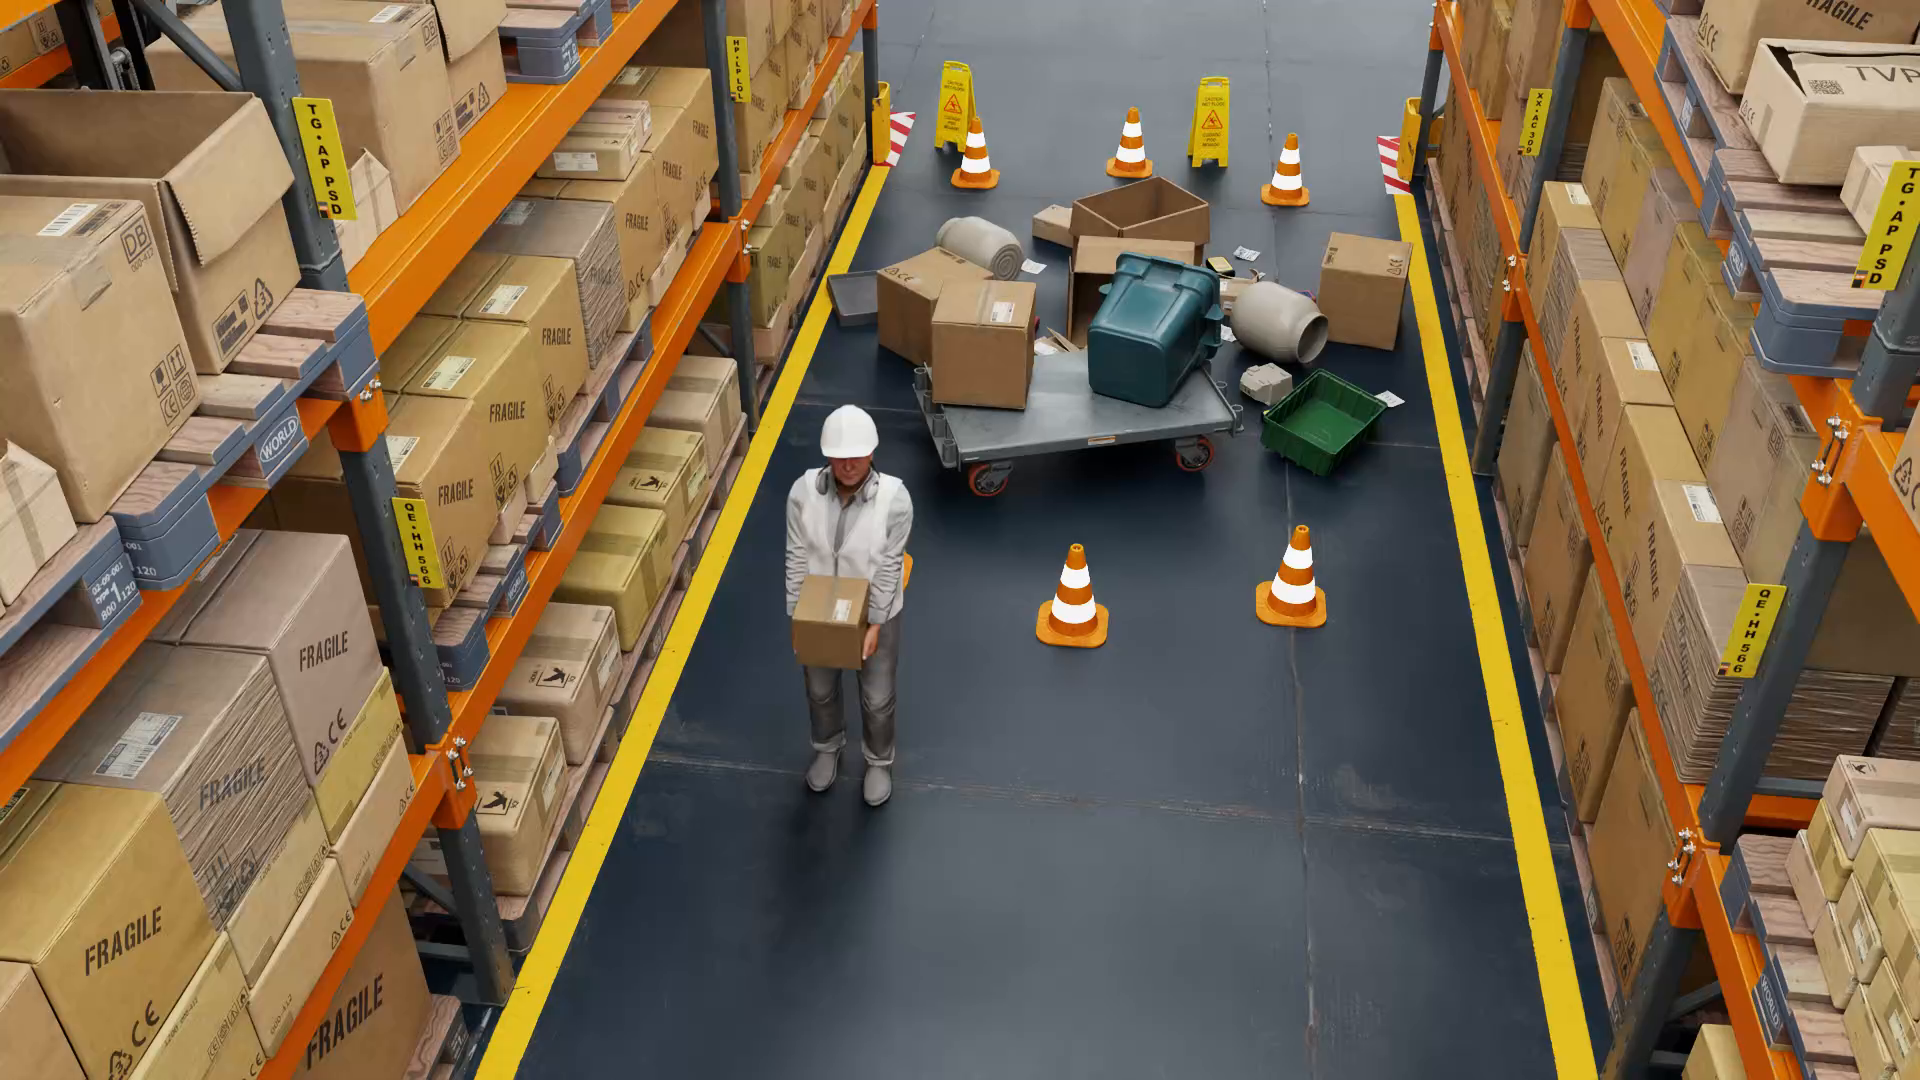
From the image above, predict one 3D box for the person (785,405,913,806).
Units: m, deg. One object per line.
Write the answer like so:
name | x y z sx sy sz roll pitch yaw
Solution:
person | -0.440 0.317 6.587 0.494 1.767 0.545 5 36 7
